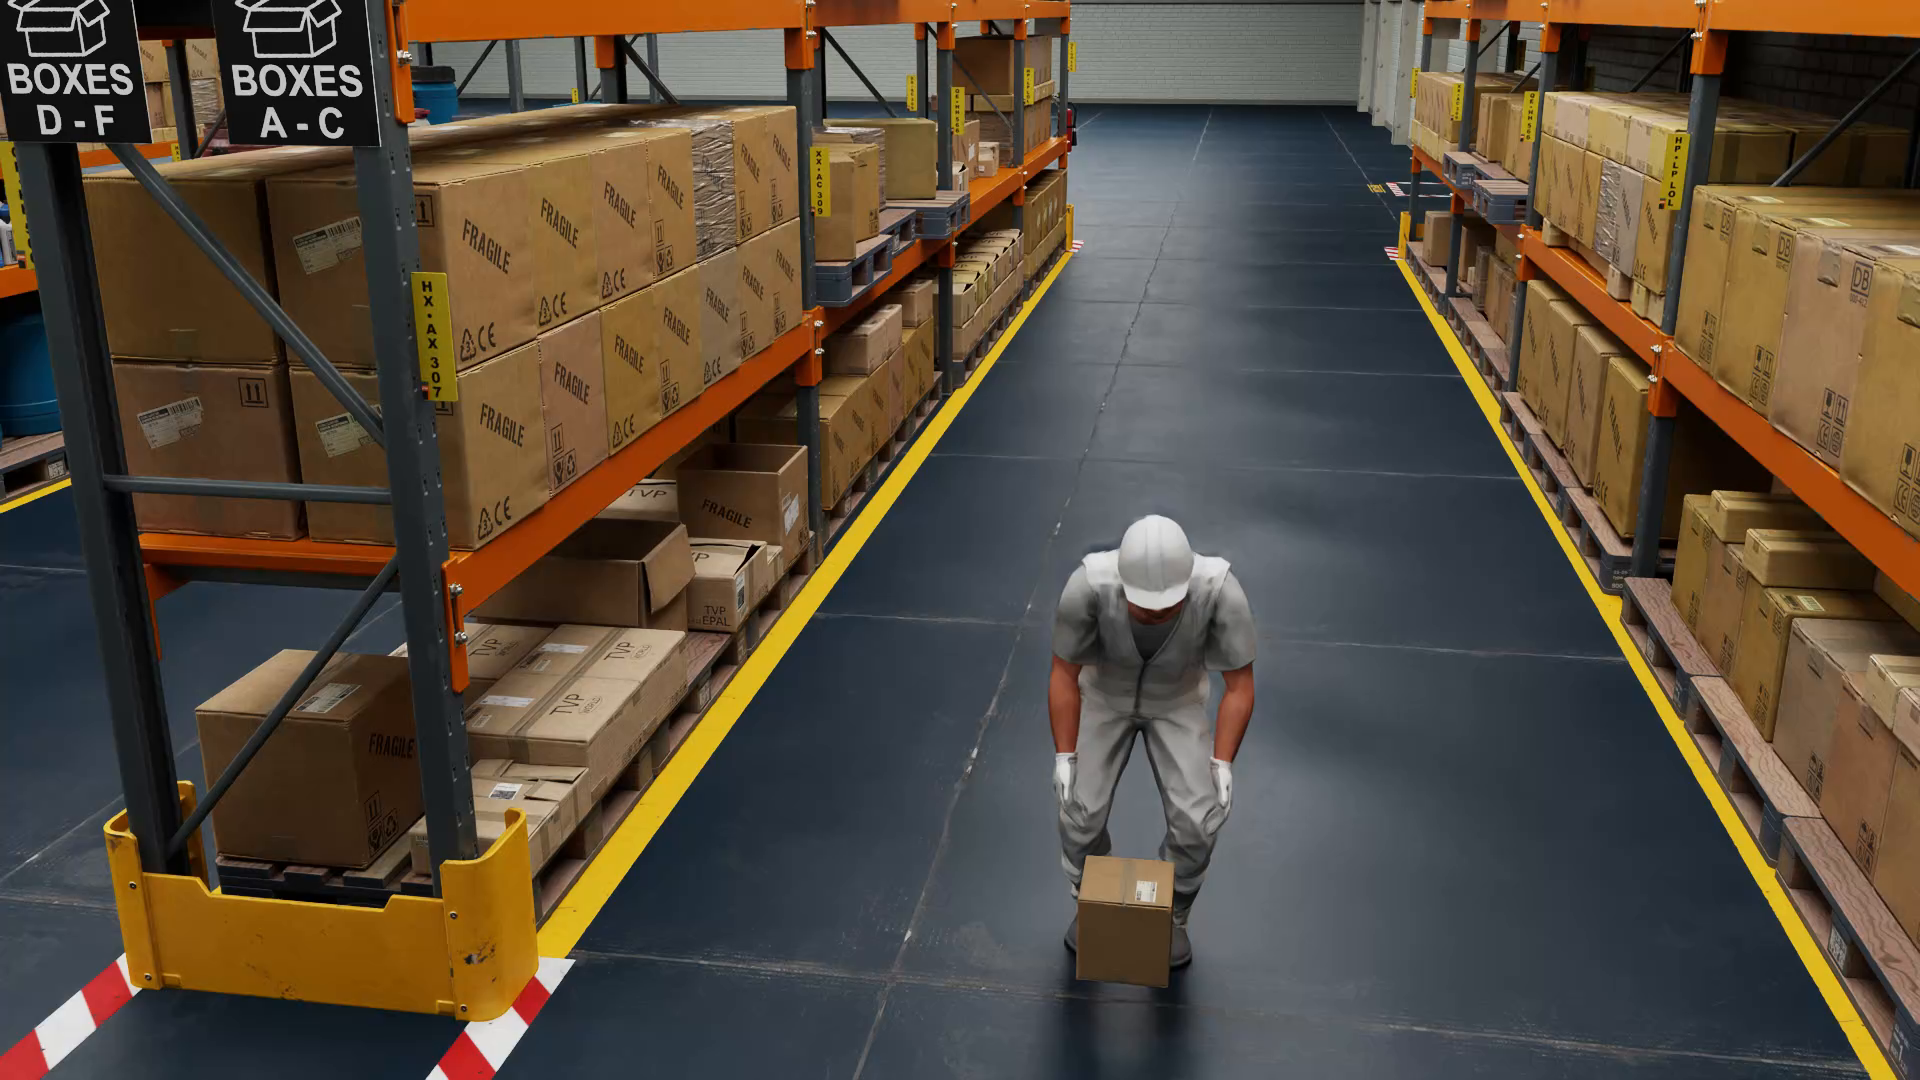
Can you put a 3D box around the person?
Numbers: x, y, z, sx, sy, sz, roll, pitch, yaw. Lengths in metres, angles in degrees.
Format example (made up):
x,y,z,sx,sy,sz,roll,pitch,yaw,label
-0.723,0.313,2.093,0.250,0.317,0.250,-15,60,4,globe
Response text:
x,y,z,sx,sy,sz,roll,pitch,yaw,label
0.556,0.555,4.843,0.583,1.443,0.749,3,18,9,person
